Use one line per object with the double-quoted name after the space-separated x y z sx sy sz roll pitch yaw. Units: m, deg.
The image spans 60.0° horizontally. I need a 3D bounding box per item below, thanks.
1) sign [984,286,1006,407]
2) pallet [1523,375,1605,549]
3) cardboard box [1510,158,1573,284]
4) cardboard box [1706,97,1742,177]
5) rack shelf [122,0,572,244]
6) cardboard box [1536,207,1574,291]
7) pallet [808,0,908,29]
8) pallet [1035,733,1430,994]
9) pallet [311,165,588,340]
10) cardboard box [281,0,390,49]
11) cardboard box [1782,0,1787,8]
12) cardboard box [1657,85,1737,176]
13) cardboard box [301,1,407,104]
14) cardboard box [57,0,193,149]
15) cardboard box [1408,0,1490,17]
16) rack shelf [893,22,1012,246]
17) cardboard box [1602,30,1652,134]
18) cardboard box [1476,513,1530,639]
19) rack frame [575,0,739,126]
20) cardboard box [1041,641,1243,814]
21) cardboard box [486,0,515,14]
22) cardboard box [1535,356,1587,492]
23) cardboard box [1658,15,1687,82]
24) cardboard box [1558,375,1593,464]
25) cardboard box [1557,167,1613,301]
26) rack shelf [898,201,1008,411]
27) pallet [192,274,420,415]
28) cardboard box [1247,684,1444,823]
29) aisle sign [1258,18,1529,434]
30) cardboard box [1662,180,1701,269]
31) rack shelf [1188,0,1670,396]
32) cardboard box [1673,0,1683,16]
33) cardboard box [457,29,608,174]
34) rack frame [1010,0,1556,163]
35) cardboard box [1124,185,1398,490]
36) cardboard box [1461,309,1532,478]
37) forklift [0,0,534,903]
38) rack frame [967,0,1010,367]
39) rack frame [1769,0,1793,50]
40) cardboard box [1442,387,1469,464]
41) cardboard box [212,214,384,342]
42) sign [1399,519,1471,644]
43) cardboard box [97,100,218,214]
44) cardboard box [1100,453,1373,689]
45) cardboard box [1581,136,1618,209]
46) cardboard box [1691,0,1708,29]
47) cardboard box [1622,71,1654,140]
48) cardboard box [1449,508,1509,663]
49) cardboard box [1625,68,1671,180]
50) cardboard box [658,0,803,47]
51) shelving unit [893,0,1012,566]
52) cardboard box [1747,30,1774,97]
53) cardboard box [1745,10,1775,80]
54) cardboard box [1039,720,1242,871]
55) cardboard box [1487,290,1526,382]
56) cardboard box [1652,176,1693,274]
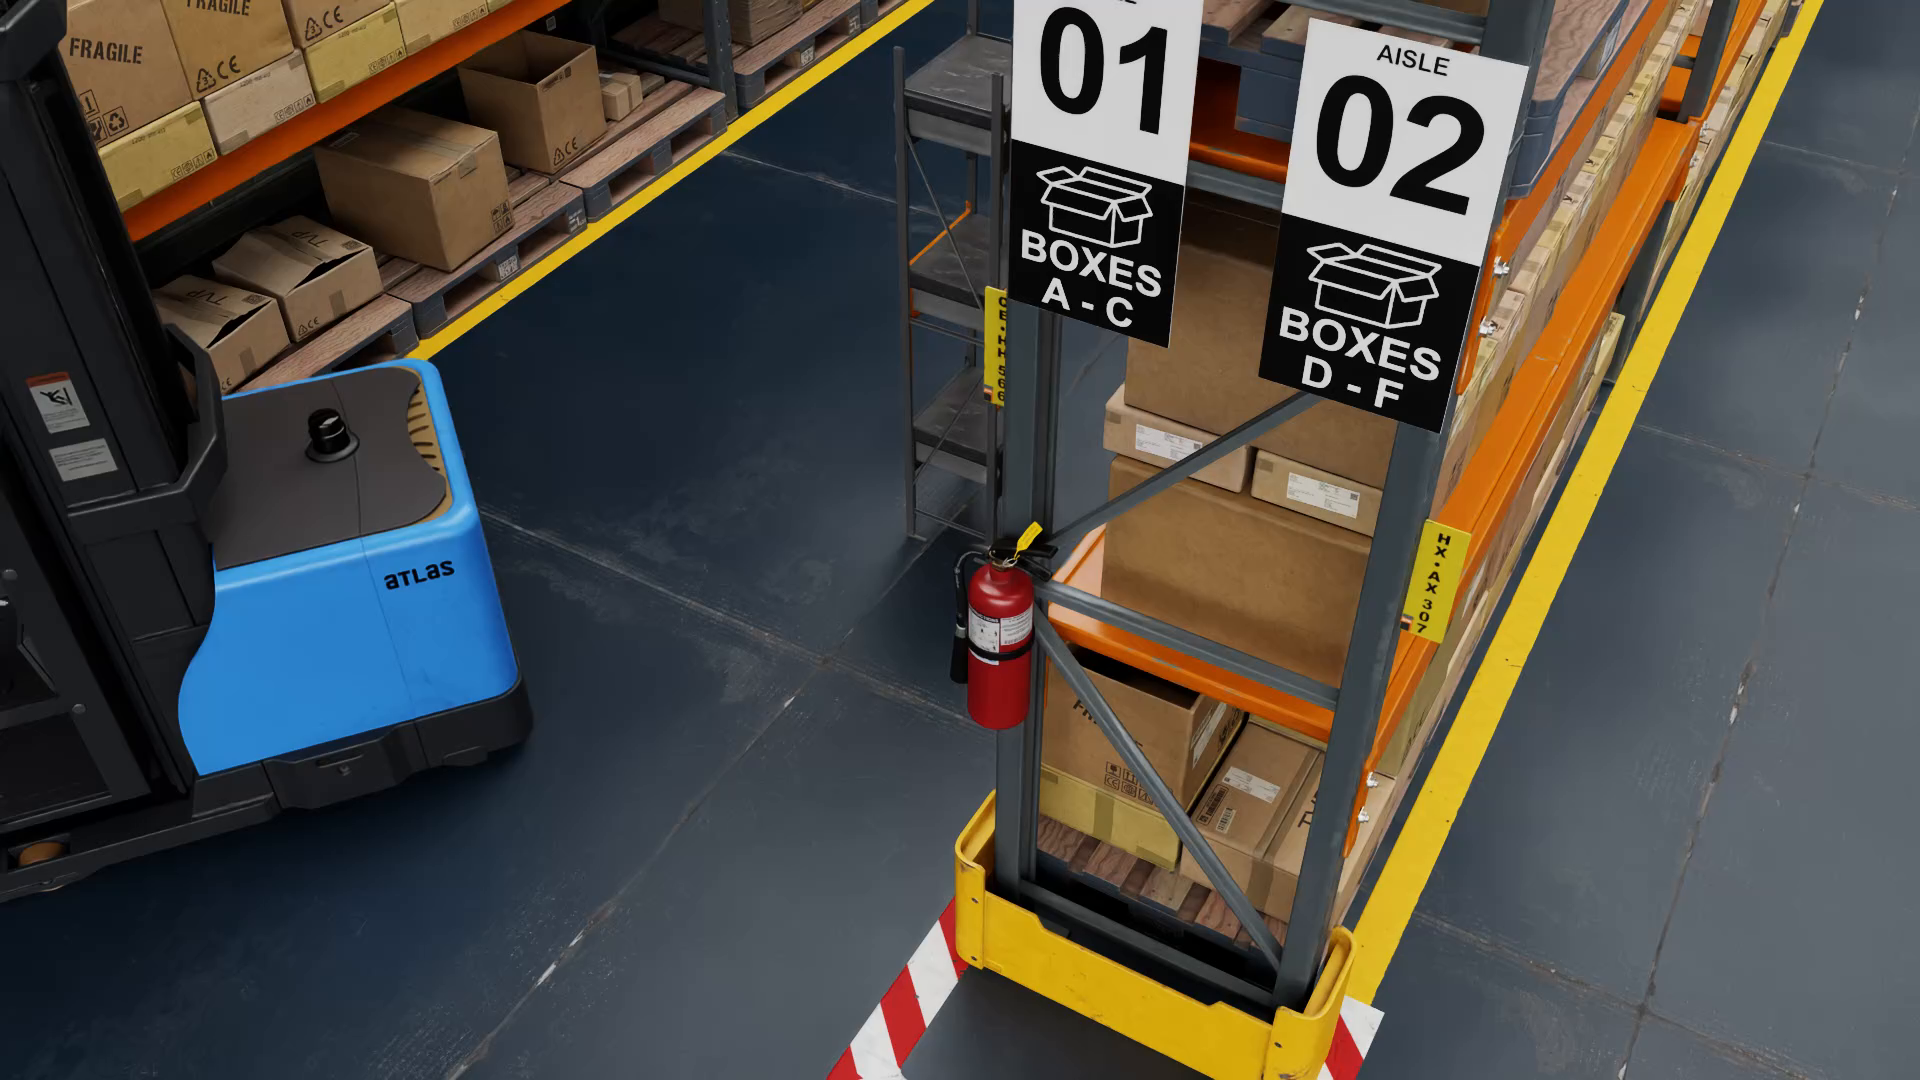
0.103 -0.449 3.935 0.100 0.325 0.005 21 45 22 "sign"
2.133 -0.539 7.202 1.003 0.211 1.213 21 45 22 "pallet"
1.347 -1.147 4.725 0.700 0.500 0.500 21 46 22 "cardboard box"
3.753 -2.181 8.720 0.500 0.250 0.500 22 46 23 "cardboard box"
-2.724 -2.248 7.578 1.077 0.370 4.000 21 45 22 "rack shelf"
1.591 -0.910 4.947 0.380 0.149 0.250 20 45 22 "cardboard box"
-0.726 -3.763 10.863 1.003 0.211 1.213 21 45 22 "pallet"
0.912 0.857 5.617 1.003 0.211 1.213 21 45 22 "pallet"
-2.639 -1.520 8.316 1.003 0.211 1.213 21 45 22 "pallet"
-2.706 -2.353 6.684 0.500 0.500 0.500 19 45 21 "cardboard box"
4.520 -3.270 9.533 0.500 0.311 0.500 22 46 23 "cardboard box"
3.503 -2.098 8.201 0.500 0.311 0.500 19 45 21 "cardboard box"
-2.699 -2.091 6.953 0.500 0.250 0.500 20 45 21 "cardboard box"
-3.226 -1.780 6.033 0.500 0.500 0.500 21 46 22 "cardboard box"
0.857 -1.440 3.344 0.797 0.503 0.637 24 47 25 "cardboard box"
0.083 -1.398 5.710 0.431 0.518 0.480 21 45 22 "rack shelf"
1.848 -1.719 5.375 0.700 0.500 0.500 21 45 22 "cardboard box"
1.778 0.045 6.192 0.500 0.250 0.500 21 45 22 "cardboard box"
-1.724 -3.663 8.640 1.000 3.000 0.127 21 45 22 "rack frame"
0.576 0.450 5.165 0.500 0.500 0.500 21 45 22 "cardboard box"
-2.193 -2.668 7.608 0.500 0.250 0.500 21 45 22 "cardboard box"
2.017 -0.527 6.274 0.500 0.500 0.500 21 45 22 "cardboard box"
2.362 -1.790 5.946 0.380 0.149 0.250 20 45 21 "cardboard box"
2.266 -0.532 6.847 0.500 0.250 0.500 21 45 22 "cardboard box"
1.838 -1.218 5.788 0.700 0.500 0.500 22 46 23 "cardboard box"
0.083 -0.872 6.173 0.431 0.518 0.480 21 45 22 "rack shelf"
-3.250 -0.824 7.526 1.003 0.211 1.213 21 45 22 "pallet"
1.273 0.616 5.544 0.500 0.250 0.500 21 45 22 "cardboard box"
0.798 -0.575 3.166 0.394 0.787 0.004 21 45 22 "aisle sign"
3.240 -1.593 8.052 0.500 0.250 0.500 22 46 23 "cardboard box"
1.566 -1.738 4.729 1.077 0.370 4.000 21 45 22 "rack shelf"
2.351 -2.295 6.029 0.700 0.500 0.500 21 46 22 "cardboard box"
-2.208 -2.283 8.631 0.500 0.500 0.500 18 44 19 "cardboard box"
0.565 -1.989 2.200 1.000 3.000 0.127 21 45 22 "rack frame"
0.837 -0.555 4.054 0.700 0.500 0.500 21 46 22 "cardboard box"
1.322 -0.623 5.112 0.700 0.500 0.500 21 46 22 "cardboard box"
-3.082 -0.301 4.874 3.031 2.935 1.130 -15 43 -16 "forklift"
0.205 -1.022 6.322 0.400 2.100 0.015 21 45 22 "rack frame"
4.569 -4.315 9.381 1.000 3.000 0.127 21 45 22 "rack frame"
1.078 -0.324 4.282 0.380 0.149 0.250 20 45 21 "cardboard box"
-3.016 -1.222 7.570 0.500 0.311 0.500 25 47 25 "cardboard box"
1.043 0.095 3.658 0.100 0.325 0.005 21 45 22 "sign"
-3.206 -1.499 6.281 0.500 0.250 0.500 20 45 21 "cardboard box"
0.810 -0.038 4.448 0.700 0.500 0.500 21 45 22 "cardboard box"
1.849 -1.202 5.279 0.380 0.149 0.250 22 46 23 "cardboard box"
2.617 -2.081 6.277 0.380 0.149 0.250 21 45 22 "cardboard box"
2.106 -1.500 5.617 0.380 0.149 0.250 21 45 22 "cardboard box"
1.514 0.045 5.625 0.500 0.500 0.500 21 45 22 "cardboard box"
2.351 -1.808 6.458 0.700 0.500 0.500 20 45 21 "cardboard box"
-1.370 -3.316 9.805 0.700 0.500 0.500 22 46 23 "cardboard box"
0.083 -0.883 6.164 0.431 2.100 0.503 21 45 22 "shelving unit"
4.262 -2.763 9.381 0.500 0.250 0.500 20 45 22 "cardboard box"
4.010 -2.683 8.865 0.500 0.311 0.500 21 45 22 "cardboard box"
0.578 0.732 5.412 0.500 0.250 0.500 21 45 22 "cardboard box"
1.332 -0.610 4.607 0.380 0.149 0.250 20 45 21 "cardboard box"
2.990 -1.517 7.541 0.500 0.311 0.500 21 46 22 "cardboard box"
